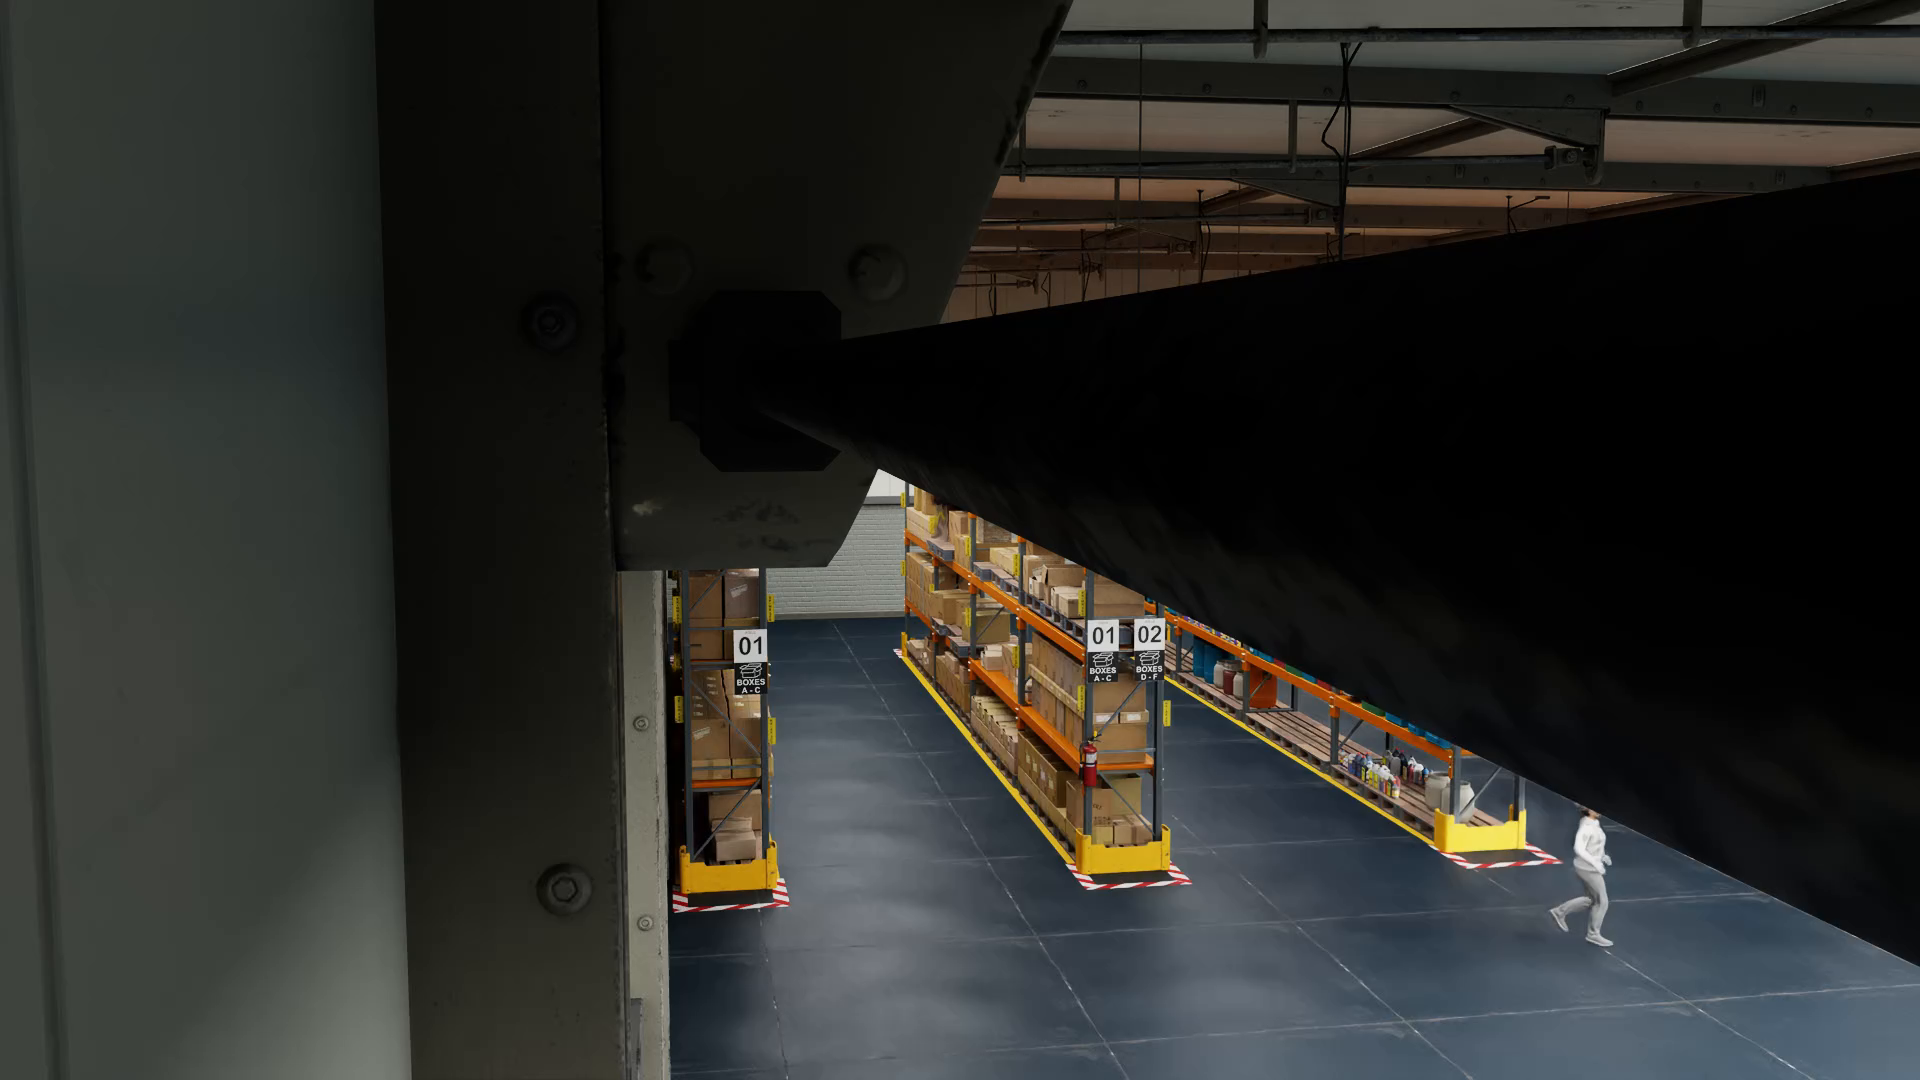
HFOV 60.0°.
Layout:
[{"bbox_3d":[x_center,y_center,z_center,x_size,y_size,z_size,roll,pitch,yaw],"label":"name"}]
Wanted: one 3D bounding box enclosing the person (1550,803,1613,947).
[{"bbox_3d":[6.849,3.615,18.259,0.661,1.677,0.604,2,6,20],"label":"person"}]
